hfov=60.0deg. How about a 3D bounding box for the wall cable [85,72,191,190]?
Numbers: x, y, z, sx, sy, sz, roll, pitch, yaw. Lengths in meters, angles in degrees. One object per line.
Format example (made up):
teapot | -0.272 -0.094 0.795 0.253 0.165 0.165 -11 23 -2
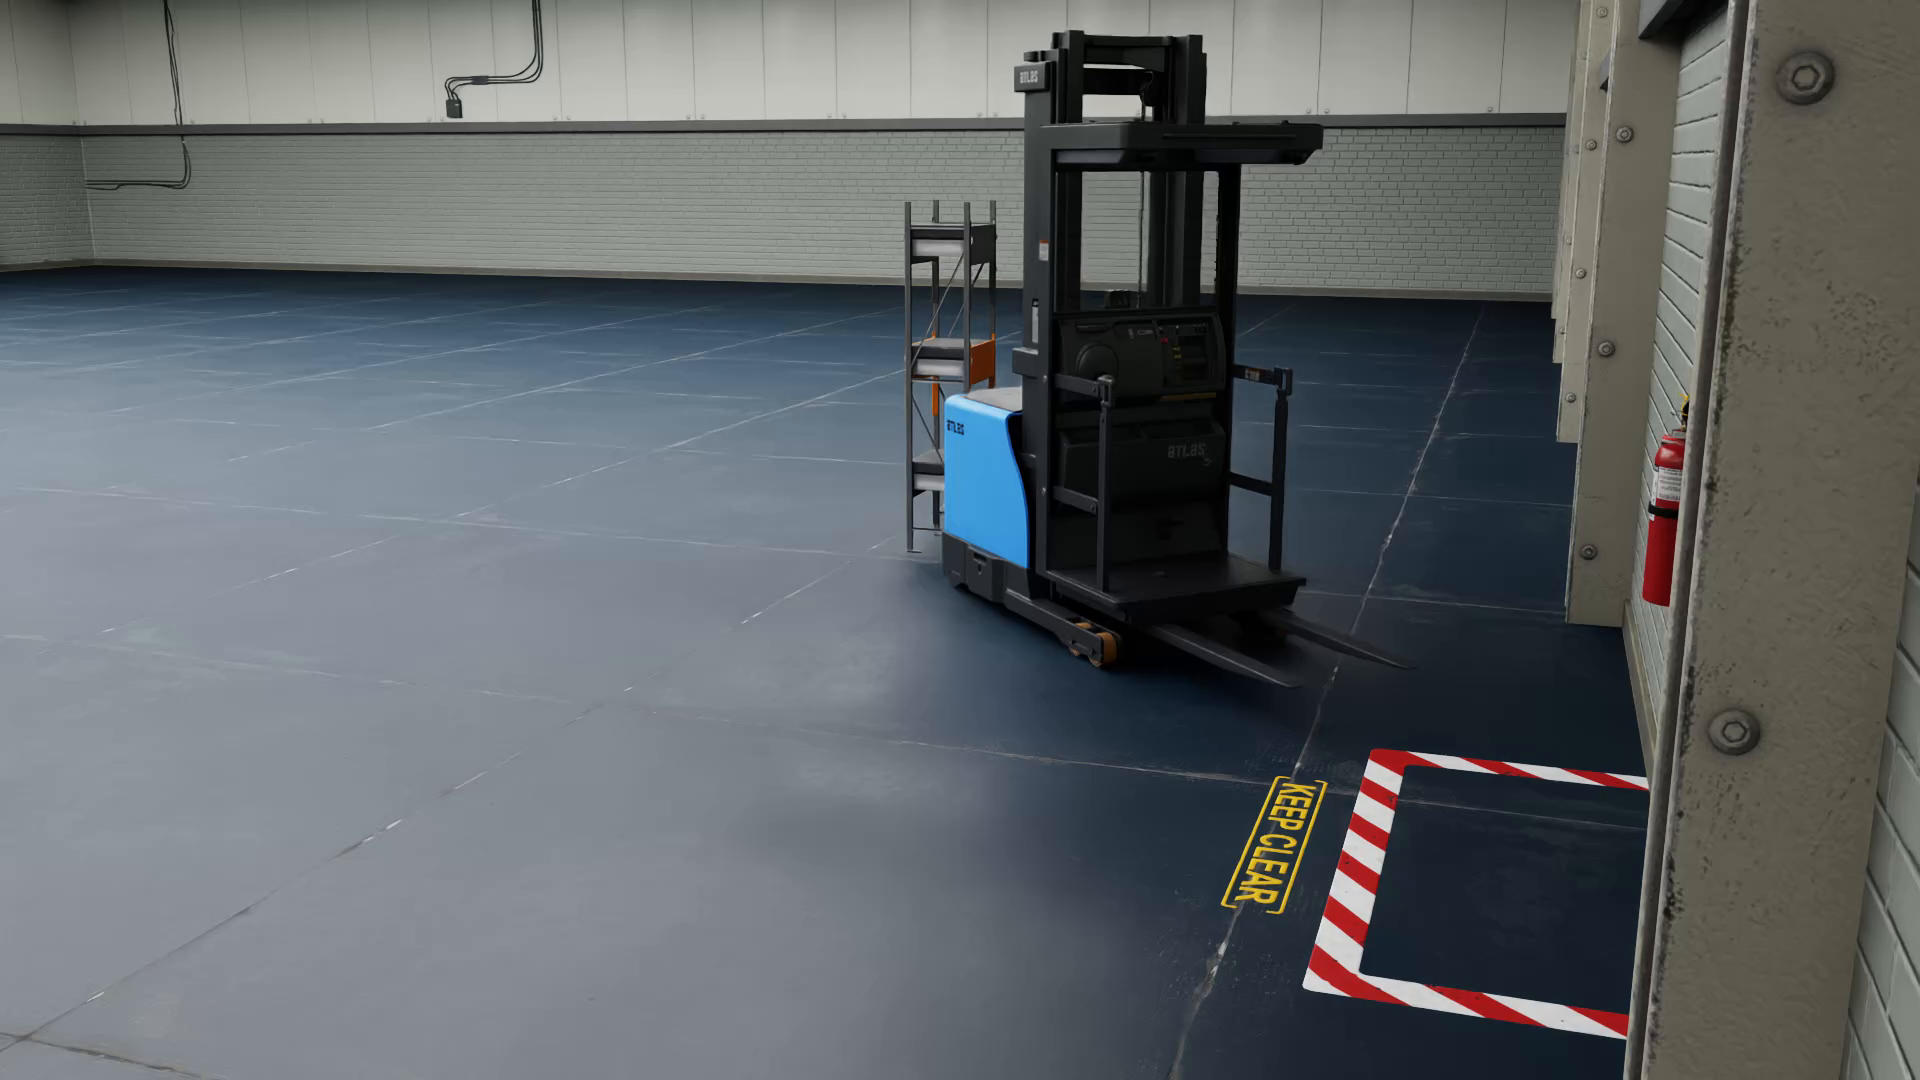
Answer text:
wall cable | -18.430 -9.059 36.932 3.097 2.526 0.112 4 14 18

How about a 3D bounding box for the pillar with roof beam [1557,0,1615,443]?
pillar with roof beam | 1.215 -5.563 14.637 9.100 9.000 0.400 4 14 18

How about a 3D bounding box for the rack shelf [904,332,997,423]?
rack shelf | -0.054 -0.976 10.105 0.431 0.518 0.480 4 14 18

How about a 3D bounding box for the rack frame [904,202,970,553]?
rack frame | -0.133 -0.937 9.876 0.400 2.100 0.015 4 14 18

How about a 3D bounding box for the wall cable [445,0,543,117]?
wall cable | -9.452 -11.544 33.199 2.305 6.003 0.169 4 14 18

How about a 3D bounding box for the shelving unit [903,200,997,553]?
shelving unit | -0.054 -0.989 10.102 0.431 2.100 0.503 4 14 18

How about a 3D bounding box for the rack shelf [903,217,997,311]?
rack shelf | -0.054 -1.658 9.949 0.431 0.518 0.480 4 14 18

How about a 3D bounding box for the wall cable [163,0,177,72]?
wall cable | -15.870 -11.326 35.516 3.097 2.526 0.112 4 14 18

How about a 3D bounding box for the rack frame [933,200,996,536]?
rack frame | 0.025 -1.040 10.327 0.400 2.100 0.015 4 14 18

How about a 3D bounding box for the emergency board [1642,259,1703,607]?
emergency board | 2.241 -0.319 5.145 0.194 1.169 0.643 4 14 18

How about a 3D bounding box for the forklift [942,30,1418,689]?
forklift | 0.998 -0.940 8.019 1.130 2.935 3.031 -6 14 -25

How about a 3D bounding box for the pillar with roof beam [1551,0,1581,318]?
pillar with roof beam | 5.098 -8.089 25.707 9.100 9.000 0.400 4 14 18

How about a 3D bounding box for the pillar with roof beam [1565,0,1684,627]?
pillar with roof beam | -0.726 -4.300 9.103 9.100 9.000 0.400 4 14 18

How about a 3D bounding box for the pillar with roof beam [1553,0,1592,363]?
pillar with roof beam | 3.156 -6.826 20.172 9.100 9.000 0.400 4 14 18

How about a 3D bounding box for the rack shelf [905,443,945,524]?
rack shelf | -0.054 -0.293 10.260 0.431 0.518 0.480 4 14 18
